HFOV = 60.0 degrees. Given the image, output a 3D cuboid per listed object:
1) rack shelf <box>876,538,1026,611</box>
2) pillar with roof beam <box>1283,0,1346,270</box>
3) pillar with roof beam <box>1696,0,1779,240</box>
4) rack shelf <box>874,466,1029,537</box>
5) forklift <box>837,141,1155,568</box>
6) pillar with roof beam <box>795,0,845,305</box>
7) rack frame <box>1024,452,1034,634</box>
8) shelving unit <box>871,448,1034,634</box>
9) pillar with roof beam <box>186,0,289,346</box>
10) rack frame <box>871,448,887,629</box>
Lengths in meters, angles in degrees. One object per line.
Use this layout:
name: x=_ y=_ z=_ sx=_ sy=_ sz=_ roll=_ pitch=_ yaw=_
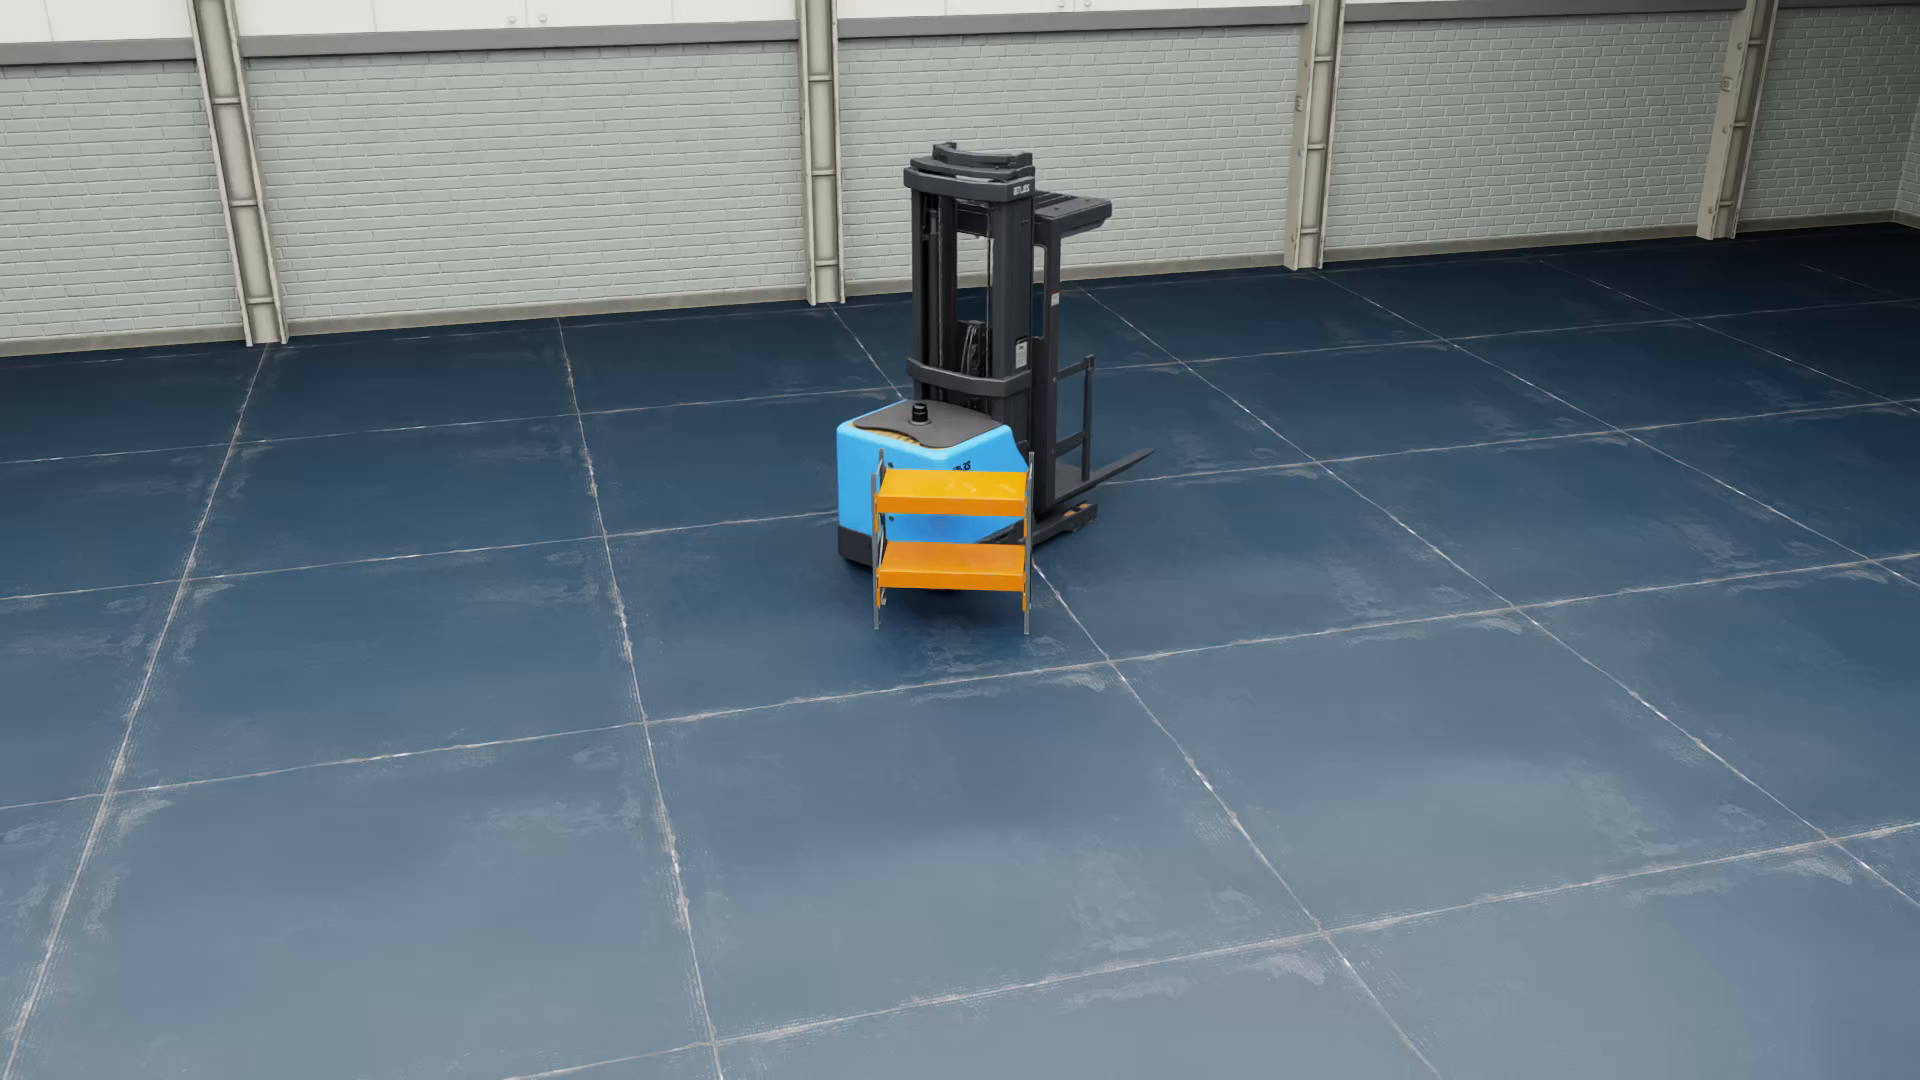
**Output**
rack shelf: x=-0.042 y=0.230 z=11.337 sx=1.000 sy=0.278 sz=0.538 roll=2 pitch=23 yaw=4
pillar with roof beam: x=5.398 y=-5.887 z=14.987 sx=0.400 sy=9.000 sz=9.100 roll=-6 pitch=24 yaw=-14
pillar with roof beam: x=11.175 y=-6.526 z=16.477 sx=0.400 sy=9.000 sz=9.100 roll=-6 pitch=24 yaw=-14
rack shelf: x=-0.042 y=-0.263 z=11.125 sx=1.000 sy=0.278 sz=0.538 roll=2 pitch=23 yaw=4
forklift: x=0.417 y=-1.517 z=12.499 sx=1.130 sy=2.935 sz=3.031 roll=18 pitch=29 yaw=35
pillar with roof beam: x=-0.379 y=-5.248 z=13.498 sx=0.400 sy=9.000 sz=9.100 roll=-6 pitch=24 yaw=-14
rack frame: x=0.465 y=0.021 z=11.205 sx=0.032 sy=1.125 sz=0.500 roll=2 pitch=23 yaw=4
shelving unit: x=-0.042 y=0.006 z=11.240 sx=1.048 sy=1.125 sz=0.538 roll=2 pitch=23 yaw=4
pillar with roof beam: x=-6.156 y=-4.609 z=12.009 sx=0.400 sy=9.000 sz=9.100 roll=-6 pitch=24 yaw=-14
rack frame: x=-0.549 y=-0.009 z=11.275 sx=0.032 sy=1.125 sz=0.500 roll=2 pitch=23 yaw=4
